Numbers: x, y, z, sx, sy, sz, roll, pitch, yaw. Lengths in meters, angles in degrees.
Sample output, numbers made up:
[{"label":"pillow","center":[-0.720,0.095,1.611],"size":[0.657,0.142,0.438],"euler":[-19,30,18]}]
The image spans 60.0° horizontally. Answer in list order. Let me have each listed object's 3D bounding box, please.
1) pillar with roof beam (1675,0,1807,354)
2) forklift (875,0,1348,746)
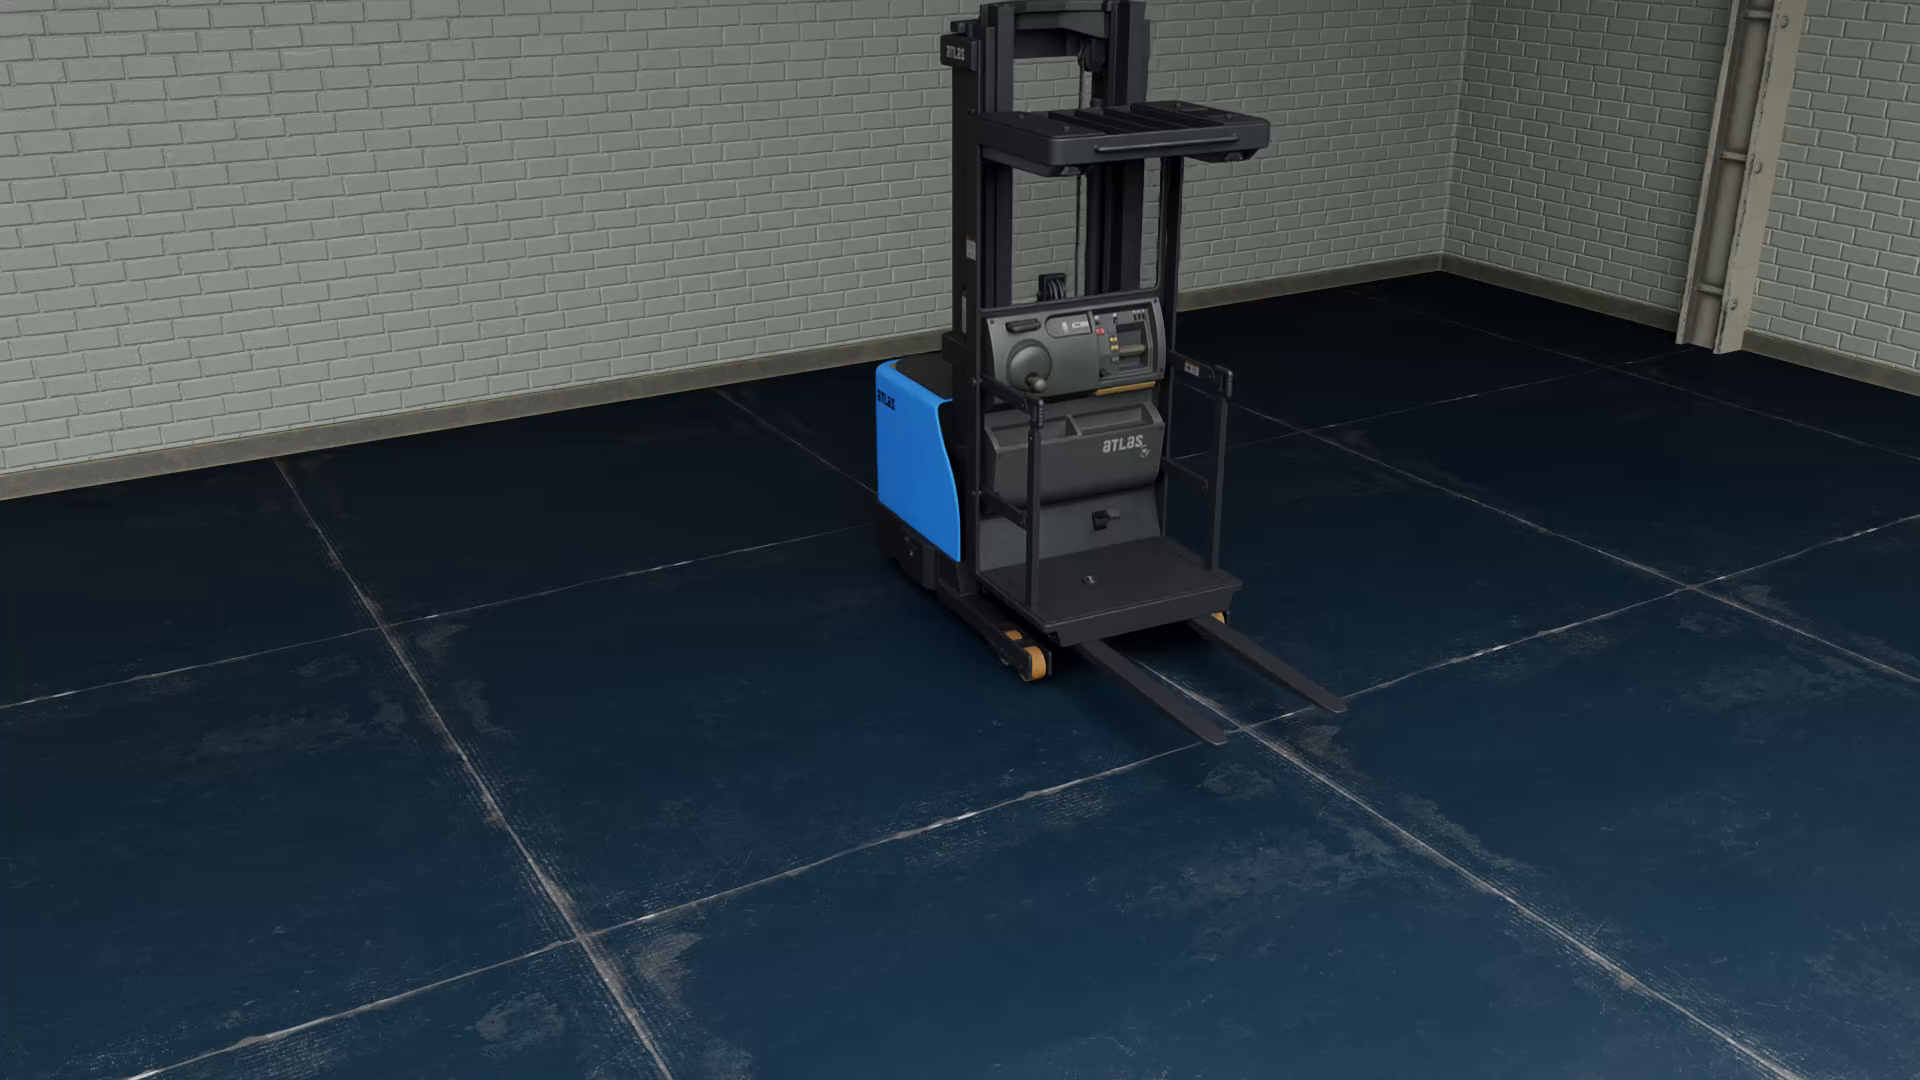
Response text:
[{"label":"pillar with roof beam","center":[2.183,-4.867,9.335],"size":[9.100,9.000,0.400],"euler":[-13,25,-28]},{"label":"forklift","center":[0.649,-0.892,7.613],"size":[1.130,2.935,3.031],"euler":[-11,24,-25]}]
